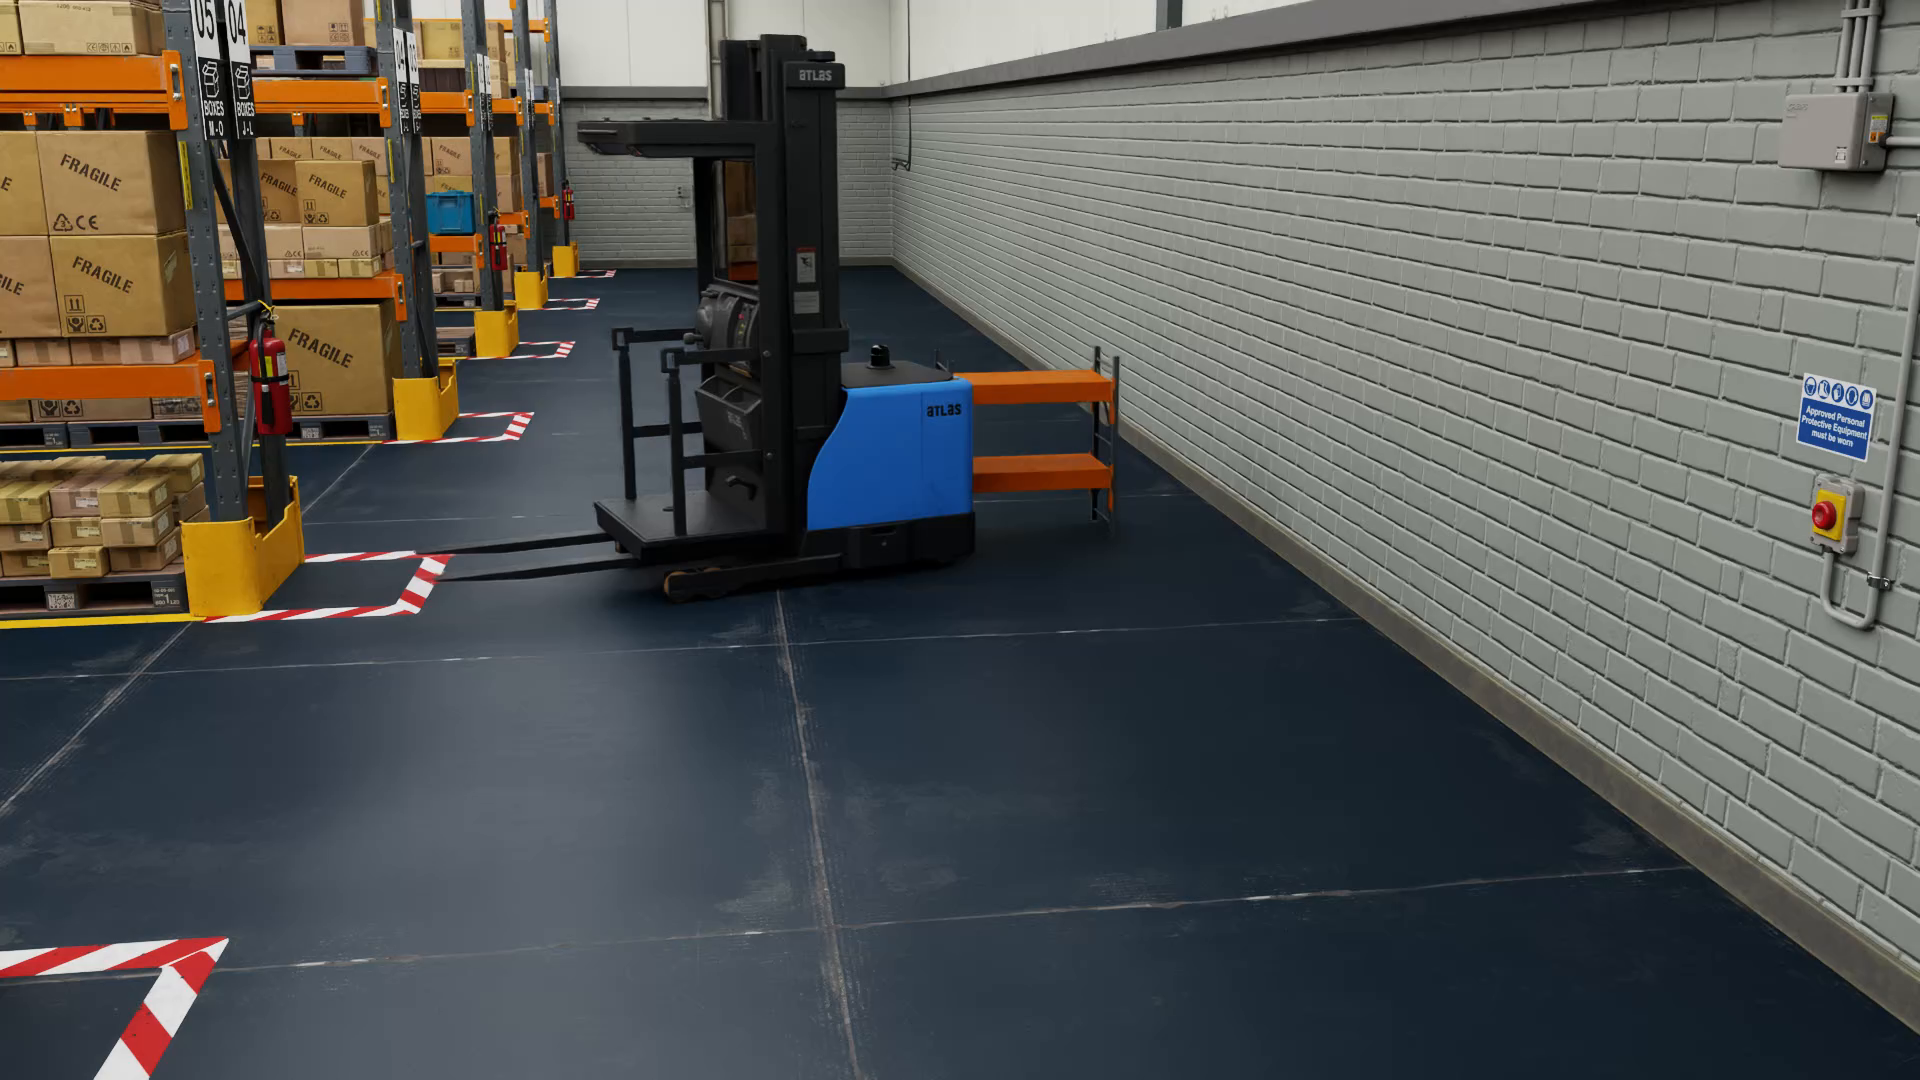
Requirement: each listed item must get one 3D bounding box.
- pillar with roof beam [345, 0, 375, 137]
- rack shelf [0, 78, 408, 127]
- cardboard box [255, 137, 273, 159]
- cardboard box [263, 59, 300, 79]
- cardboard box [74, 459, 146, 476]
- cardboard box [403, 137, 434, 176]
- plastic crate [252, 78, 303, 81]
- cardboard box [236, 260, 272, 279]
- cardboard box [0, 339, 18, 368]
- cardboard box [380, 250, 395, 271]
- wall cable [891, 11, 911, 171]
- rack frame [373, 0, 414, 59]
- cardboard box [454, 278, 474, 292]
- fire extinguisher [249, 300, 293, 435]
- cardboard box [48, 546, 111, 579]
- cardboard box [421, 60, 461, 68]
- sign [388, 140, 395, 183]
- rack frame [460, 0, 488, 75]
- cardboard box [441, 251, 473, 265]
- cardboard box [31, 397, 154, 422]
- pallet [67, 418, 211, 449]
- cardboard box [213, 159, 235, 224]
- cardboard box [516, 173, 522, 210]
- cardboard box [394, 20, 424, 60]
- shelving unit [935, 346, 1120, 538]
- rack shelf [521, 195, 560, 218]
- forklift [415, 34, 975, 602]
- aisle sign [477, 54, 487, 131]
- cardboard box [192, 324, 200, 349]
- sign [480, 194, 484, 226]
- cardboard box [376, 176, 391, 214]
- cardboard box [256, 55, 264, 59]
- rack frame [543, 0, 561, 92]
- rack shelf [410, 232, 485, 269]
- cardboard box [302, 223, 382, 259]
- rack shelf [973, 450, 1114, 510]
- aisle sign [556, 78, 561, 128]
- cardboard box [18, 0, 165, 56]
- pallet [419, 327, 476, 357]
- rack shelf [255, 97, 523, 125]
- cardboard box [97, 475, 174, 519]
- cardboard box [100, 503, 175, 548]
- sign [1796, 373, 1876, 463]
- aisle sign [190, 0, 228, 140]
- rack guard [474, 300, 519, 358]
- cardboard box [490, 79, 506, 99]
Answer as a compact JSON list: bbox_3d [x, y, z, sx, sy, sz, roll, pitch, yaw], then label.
[{"bbox_3d":[-9.451,-7.935,23.365,0.400,9.000,9.100,-2,14,-8],"label":"pillar with roof beam"},{"bbox_3d":[-6.464,-3.432,13.052,4.000,0.370,1.077,-2,14,-8],"label":"rack shelf"},{"bbox_3d":[-9.406,-5.119,22.207,0.500,0.500,0.500,-2,14,-7],"label":"cardboard box"},{"bbox_3d":[-8.902,-6.237,22.041,0.500,0.250,0.500,-2,14,-8],"label":"cardboard box"},{"bbox_3d":[-4.671,-0.335,9.165,0.250,0.149,0.380,-2,14,-7],"label":"cardboard box"},{"bbox_3d":[-7.369,-5.194,22.505,0.500,0.500,0.500,-2,14,-7],"label":"cardboard box"},{"bbox_3d":[-7.230,-4.782,17.499,0.530,0.136,0.437,-2,14,-8],"label":"plastic crate"},{"bbox_3d":[-5.542,-2.157,13.172,0.250,0.149,0.380,-2,14,-7],"label":"cardboard box"},{"bbox_3d":[-4.873,-0.972,8.449,0.250,0.149,0.380,-2,14,-7],"label":"cardboard box"},{"bbox_3d":[-4.886,-2.343,13.914,0.250,0.149,0.380,-2,14,-8],"label":"cardboard box"},{"bbox_3d":[-1.054,-7.495,27.993,0.112,2.526,3.097,-2,14,-8],"label":"wall cable"},{"bbox_3d":[-4.486,-5.308,12.888,0.127,3.000,1.000,-2,14,-8],"label":"rack frame"},{"bbox_3d":[-6.873,-3.548,23.124,0.250,0.166,0.380,-2,14,-8],"label":"cardboard box"},{"bbox_3d":[-3.529,-0.881,8.495,0.183,0.674,0.296,-2,14,-8],"label":"fire extinguisher"},{"bbox_3d":[-4.576,0.081,8.732,0.250,0.149,0.380,-2,14,-7],"label":"cardboard box"},{"bbox_3d":[-6.923,-6.308,22.321,0.500,0.250,0.500,-2,14,-8],"label":"cardboard box"},{"bbox_3d":[-4.419,-2.944,12.926,0.005,0.325,0.100,-2,14,-8],"label":"sign"},{"bbox_3d":[-5.224,-6.499,17.639,0.127,3.000,1.000,-2,14,-8],"label":"rack frame"},{"bbox_3d":[-8.369,-4.878,27.781,0.500,0.500,0.700,-3,14,-10],"label":"cardboard box"},{"bbox_3d":[-6.887,-1.464,13.396,0.875,0.875,0.875,-2,14,-8],"label":"cardboard box"},{"bbox_3d":[-6.469,-0.954,13.594,1.213,0.211,1.003,-2,14,-8],"label":"pallet"},{"bbox_3d":[-6.007,-2.843,13.546,0.500,0.500,0.500,-2,14,-10],"label":"cardboard box"},{"bbox_3d":[-6.436,-4.877,23.297,0.500,0.500,0.500,-2,14,-7],"label":"cardboard box"},{"bbox_3d":[-7.449,-6.705,22.366,0.500,0.500,0.700,-2,14,-8],"label":"cardboard box"},{"bbox_3d":[0.402,-0.596,10.287,1.048,1.125,0.538,-2,14,-10],"label":"shelving unit"},{"bbox_3d":[-8.678,-5.551,27.670,4.000,0.370,1.077,-2,14,-8],"label":"rack shelf"},{"bbox_3d":[-1.466,-1.234,9.118,3.031,2.935,1.130,-7,16,-25],"label":"forklift"},{"bbox_3d":[-5.109,-4.783,17.782,0.004,0.787,0.394,-2,14,-8],"label":"aisle sign"},{"bbox_3d":[-4.216,-1.147,9.144,0.250,0.149,0.380,-2,14,-9],"label":"cardboard box"},{"bbox_3d":[-5.126,-3.537,17.824,0.005,0.325,0.100,-2,14,-8],"label":"sign"},{"bbox_3d":[-7.865,-4.693,22.564,0.500,0.500,0.500,-2,14,-9],"label":"cardboard box"},{"bbox_3d":[-9.438,-6.651,22.150,0.500,0.500,0.700,-2,14,-8],"label":"cardboard box"},{"bbox_3d":[-6.700,-8.883,27.141,0.127,3.000,1.000,-2,14,-8],"label":"rack frame"},{"bbox_3d":[-7.202,-3.168,18.167,4.000,0.370,1.077,-2,14,-8],"label":"rack shelf"},{"bbox_3d":[-4.926,-2.388,13.276,0.500,0.250,0.500,-2,14,-9],"label":"cardboard box"},{"bbox_3d":[0.402,-0.359,10.347,1.000,0.278,0.538,-2,14,-10],"label":"rack shelf"},{"bbox_3d":[-6.584,-7.164,27.277,0.004,0.787,0.394,-2,14,-8],"label":"aisle sign"},{"bbox_3d":[-4.257,-2.504,8.180,0.500,0.250,0.500,-2,14,-10],"label":"cardboard box"},{"bbox_3d":[-6.045,-2.216,18.626,1.213,0.211,1.003,-2,14,-8],"label":"pallet"},{"bbox_3d":[-7.936,-5.815,22.554,4.000,0.370,1.077,-2,14,-8],"label":"rack shelf"},{"bbox_3d":[-4.333,-0.231,8.750,0.250,0.149,0.380,-2,14,-8],"label":"cardboard box"},{"bbox_3d":[-4.326,-0.079,8.756,0.250,0.149,0.380,-2,14,-10],"label":"cardboard box"},{"bbox_3d":[2.616,-0.369,4.973,0.001,0.218,0.327,-2,14,-8],"label":"sign"},{"bbox_3d":[-3.730,-2.393,8.253,0.004,0.787,0.394,-2,14,-8],"label":"aisle sign"},{"bbox_3d":[-5.202,-2.381,18.689,0.348,0.500,1.175,-2,14,-8],"label":"rack guard"},{"bbox_3d":[-6.427,-6.081,22.447,0.500,0.250,0.500,-2,14,-8],"label":"cardboard box"}]
